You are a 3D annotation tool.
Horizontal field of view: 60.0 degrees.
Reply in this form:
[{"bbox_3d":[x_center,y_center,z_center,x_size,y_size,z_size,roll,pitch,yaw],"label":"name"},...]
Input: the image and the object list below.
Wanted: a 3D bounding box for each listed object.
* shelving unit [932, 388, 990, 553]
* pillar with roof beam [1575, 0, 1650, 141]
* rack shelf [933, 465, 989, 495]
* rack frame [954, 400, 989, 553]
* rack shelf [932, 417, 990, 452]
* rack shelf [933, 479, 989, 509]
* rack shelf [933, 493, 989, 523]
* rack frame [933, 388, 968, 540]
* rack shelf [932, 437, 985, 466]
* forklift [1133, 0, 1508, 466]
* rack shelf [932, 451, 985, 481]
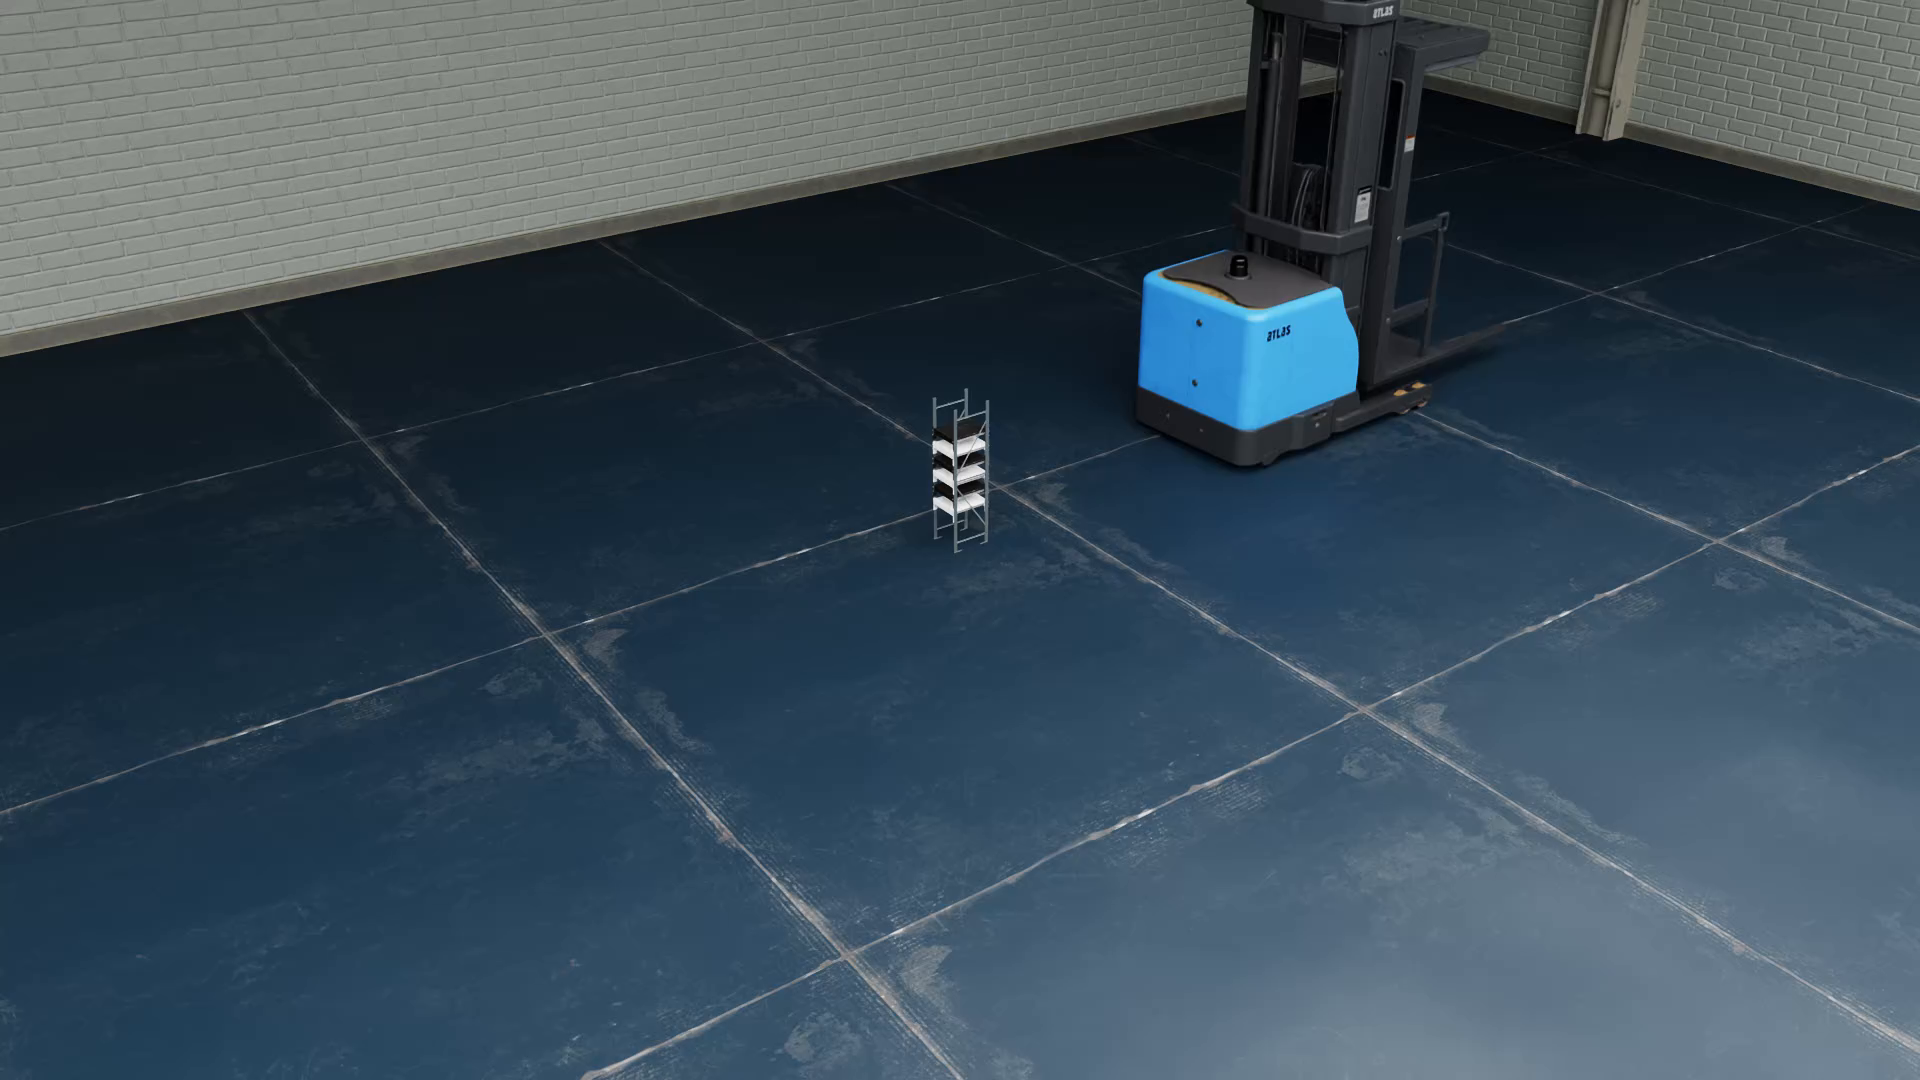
[{"bbox_3d":[0.005,-0.392,9.529,0.258,0.900,0.210,-19,34,-31],"label":"shelving unit"},{"bbox_3d":[3.294,-7.073,13.345,9.100,9.000,0.400,-19,34,-31],"label":"pillar with roof beam"},{"bbox_3d":[0.005,-0.363,9.545,0.258,0.077,0.200,-19,34,-31],"label":"rack shelf"},{"bbox_3d":[0.064,-0.353,9.457,0.240,0.900,0.006,-19,34,-31],"label":"rack frame"},{"bbox_3d":[0.005,-0.600,9.416,0.258,0.077,0.200,-19,34,-31],"label":"rack shelf"},{"bbox_3d":[0.005,-0.284,9.588,0.258,0.077,0.200,-19,34,-31],"label":"rack shelf"},{"bbox_3d":[0.005,-0.205,9.631,0.258,0.077,0.200,-19,34,-31],"label":"rack shelf"},{"bbox_3d":[-0.054,-0.432,9.602,0.240,0.900,0.006,-19,34,-31],"label":"rack frame"},{"bbox_3d":[0.005,-0.521,9.459,0.258,0.077,0.200,-19,34,-31],"label":"rack shelf"},{"bbox_3d":[2.623,-2.319,10.948,3.031,2.935,1.130,-21,35,-34],"label":"forklift"},{"bbox_3d":[0.005,-0.442,9.502,0.258,0.077,0.200,-19,34,-31],"label":"rack shelf"}]
